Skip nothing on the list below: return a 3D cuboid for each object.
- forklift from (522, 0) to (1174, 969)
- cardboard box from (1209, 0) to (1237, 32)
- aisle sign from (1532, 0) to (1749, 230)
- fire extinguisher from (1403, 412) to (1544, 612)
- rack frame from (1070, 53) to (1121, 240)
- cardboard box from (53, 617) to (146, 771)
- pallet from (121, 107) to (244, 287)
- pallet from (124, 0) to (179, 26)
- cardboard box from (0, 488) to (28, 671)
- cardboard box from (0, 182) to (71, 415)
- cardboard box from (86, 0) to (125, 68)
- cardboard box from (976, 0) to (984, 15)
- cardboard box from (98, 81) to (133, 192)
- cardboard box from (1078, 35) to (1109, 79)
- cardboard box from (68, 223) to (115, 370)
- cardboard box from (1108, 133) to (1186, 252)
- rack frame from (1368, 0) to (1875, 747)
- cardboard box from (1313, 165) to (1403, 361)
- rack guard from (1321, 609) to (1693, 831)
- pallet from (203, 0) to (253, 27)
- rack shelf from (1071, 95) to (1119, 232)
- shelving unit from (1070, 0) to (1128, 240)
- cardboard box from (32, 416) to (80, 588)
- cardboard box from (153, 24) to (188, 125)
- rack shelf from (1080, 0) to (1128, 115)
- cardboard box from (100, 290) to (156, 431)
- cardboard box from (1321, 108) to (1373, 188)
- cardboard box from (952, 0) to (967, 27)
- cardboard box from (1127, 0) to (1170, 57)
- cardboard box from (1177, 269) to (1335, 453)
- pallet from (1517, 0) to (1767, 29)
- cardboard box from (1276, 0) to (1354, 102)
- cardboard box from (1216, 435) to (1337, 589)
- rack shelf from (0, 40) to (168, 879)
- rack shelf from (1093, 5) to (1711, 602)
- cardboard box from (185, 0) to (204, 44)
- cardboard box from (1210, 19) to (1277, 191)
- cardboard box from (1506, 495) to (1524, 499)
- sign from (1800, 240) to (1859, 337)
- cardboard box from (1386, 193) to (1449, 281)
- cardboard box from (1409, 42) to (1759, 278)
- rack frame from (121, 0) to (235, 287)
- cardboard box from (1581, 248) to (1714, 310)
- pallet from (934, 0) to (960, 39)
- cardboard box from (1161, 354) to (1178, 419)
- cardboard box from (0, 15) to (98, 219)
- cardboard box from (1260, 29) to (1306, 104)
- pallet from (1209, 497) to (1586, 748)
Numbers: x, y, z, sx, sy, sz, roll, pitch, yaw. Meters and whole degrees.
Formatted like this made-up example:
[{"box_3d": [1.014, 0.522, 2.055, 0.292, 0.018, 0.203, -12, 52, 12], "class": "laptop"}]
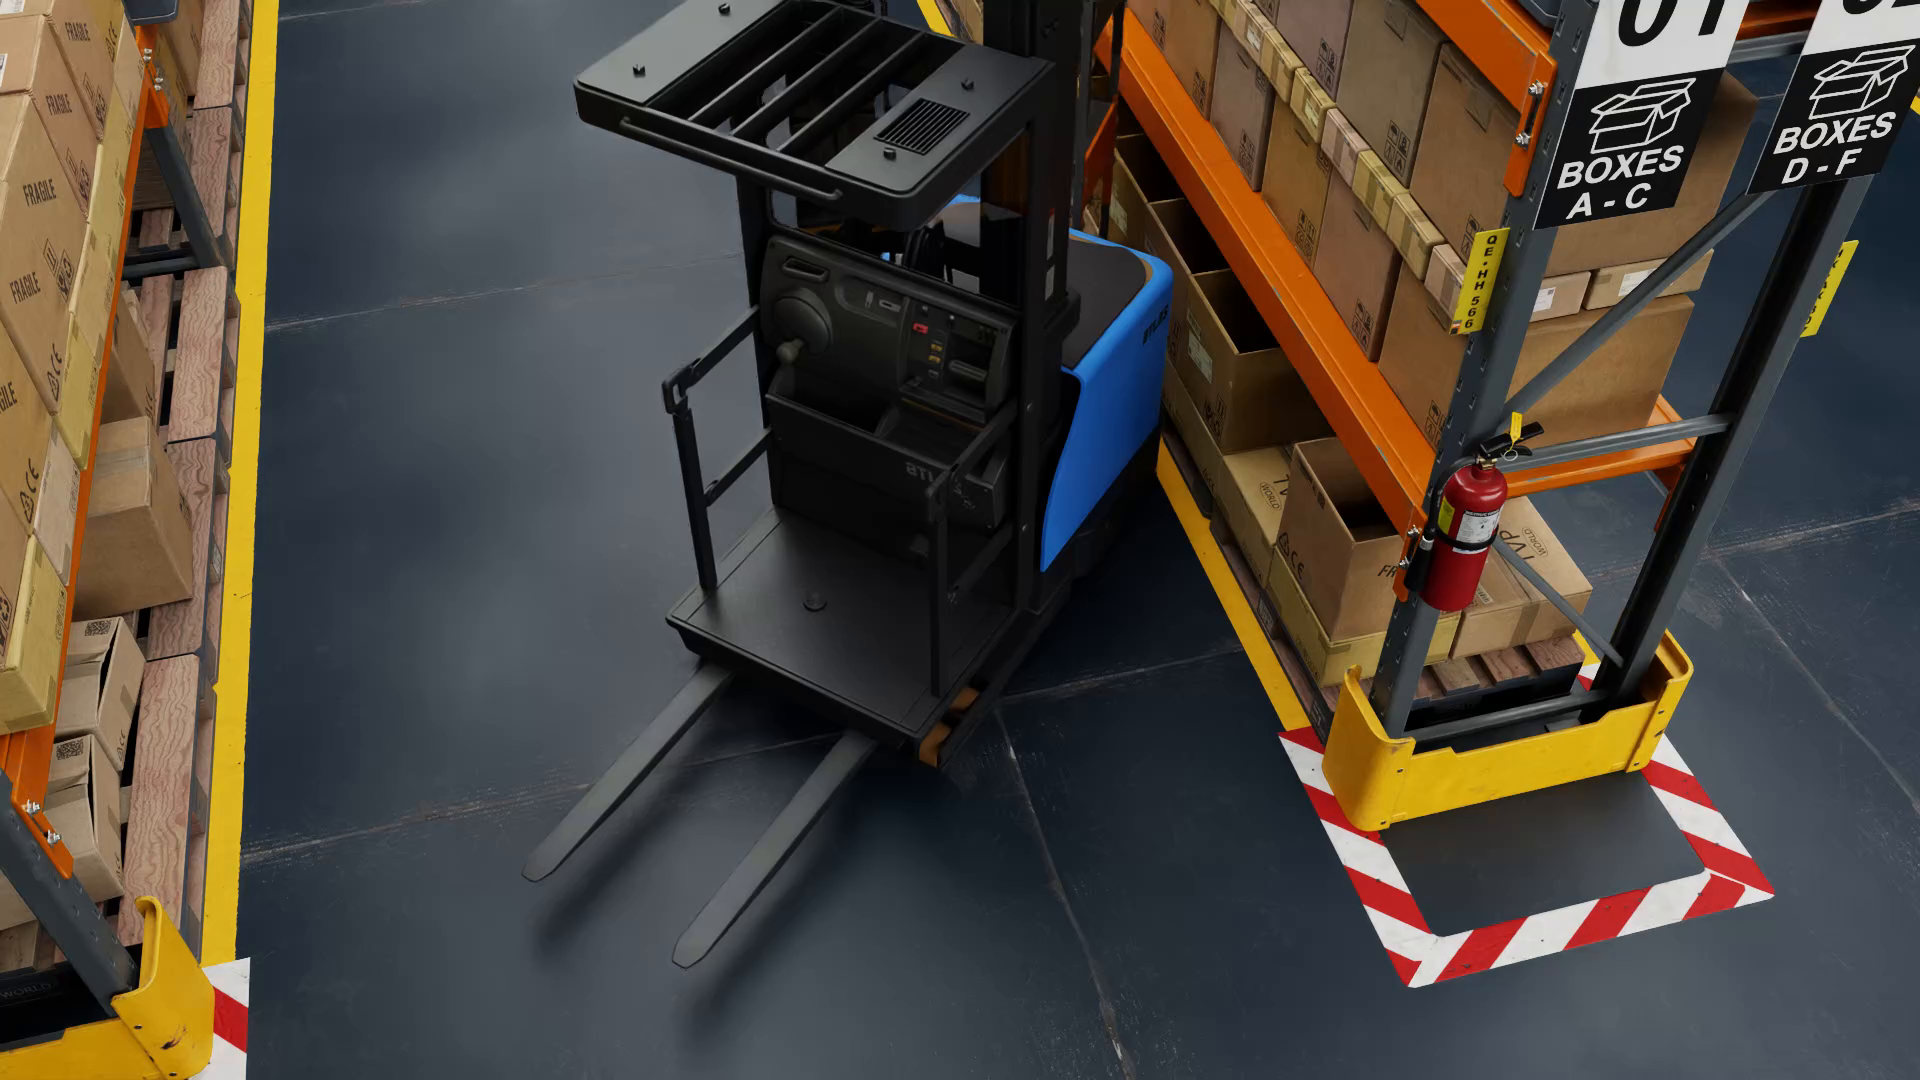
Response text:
[{"box_3d": [-0.359, -0.595, 5.280, 1.130, 2.935, 3.031, 23, 50, 21], "class": "forklift"}, {"box_3d": [1.140, -2.006, 6.091, 0.380, 0.149, 0.250, -11, 47, -11], "class": "cardboard box"}, {"box_3d": [1.615, -1.083, 3.890, 0.394, 0.787, 0.004, -11, 47, -10], "class": "aisle sign"}, {"box_3d": [1.463, -0.078, 4.780, 0.296, 0.674, 0.183, -11, 47, -10], "class": "fire extinguisher"}, {"box_3d": [0.446, -1.668, 6.913, 0.400, 2.100, 0.015, 13, 47, 13], "class": "rack frame"}, {"box_3d": [-3.142, 0.536, 5.699, 0.500, 0.311, 0.500, -7, 46, -7], "class": "cardboard box"}, {"box_3d": [-4.130, -1.686, 8.255, 1.003, 0.211, 1.213, -11, 47, -10], "class": "pallet"}, {"box_3d": [-3.985, -2.612, 7.344, 1.003, 0.211, 1.213, -11, 47, -10], "class": "pallet"}, {"box_3d": [-2.737, 0.035, 4.181, 0.500, 0.500, 0.500, -11, 47, -10], "class": "cardboard box"}, {"box_3d": [-2.980, -0.666, 4.868, 0.500, 0.500, 0.500, -12, 47, -12], "class": "cardboard box"}, {"box_3d": [-3.510, -2.072, 6.246, 0.500, 0.500, 0.500, -11, 47, -10], "class": "cardboard box"}, {"box_3d": [0.338, -2.999, 8.828, 0.500, 0.311, 0.500, -10, 46, -9], "class": "cardboard box"}, {"box_3d": [-3.396, -1.462, 6.174, 0.500, 0.250, 0.500, -11, 47, -10], "class": "cardboard box"}, {"box_3d": [0.674, -2.103, 7.817, 0.500, 0.500, 0.500, -11, 47, -10], "class": "cardboard box"}, {"box_3d": [-3.122, -0.771, 5.496, 0.500, 0.250, 0.500, -10, 46, -10], "class": "cardboard box"}, {"box_3d": [0.930, -1.413, 7.140, 0.500, 0.500, 0.500, -11, 47, -10], "class": "cardboard box"}, {"box_3d": [1.882, -0.272, 4.916, 1.000, 3.000, 0.127, -11, 47, -10], "class": "rack frame"}, {"box_3d": [1.636, -0.993, 5.553, 0.700, 0.500, 0.500, -10, 46, -9], "class": "cardboard box"}, {"box_3d": [1.888, 0.620, 5.793, 1.175, 0.500, 0.348, -11, 47, -10], "class": "rack guard"}, {"box_3d": [-4.755, -3.371, 9.906, 1.003, 0.211, 1.213, -11, 47, -10], "class": "pallet"}, {"box_3d": [0.367, -1.493, 6.761, 0.431, 0.518, 0.480, 13, 47, 13], "class": "rack shelf"}, {"box_3d": [0.367, -1.503, 6.751, 0.431, 2.100, 0.503, 13, 47, 13], "class": "shelving unit"}, {"box_3d": [-2.870, -0.069, 4.808, 0.500, 0.250, 0.500, -12, 47, -12], "class": "cardboard box"}, {"box_3d": [-4.315, -2.257, 8.304, 0.700, 0.500, 0.500, -12, 47, -11], "class": "cardboard box"}, {"box_3d": [0.364, -1.984, 6.262, 0.431, 0.518, 0.480, 13, 47, 13], "class": "rack shelf"}, {"box_3d": [-3.625, -0.695, 6.773, 0.500, 0.500, 0.500, -14, 47, -13], "class": "cardboard box"}, {"box_3d": [1.404, -1.294, 5.393, 0.380, 0.149, 0.250, -10, 46, -10], "class": "cardboard box"}, {"box_3d": [0.213, -3.154, 9.372, 0.500, 0.250, 0.500, -10, 46, -9], "class": "cardboard box"}, {"box_3d": [1.119, -2.400, 6.932, 0.700, 0.500, 0.500, -11, 47, -11], "class": "cardboard box"}, {"box_3d": [1.187, -0.722, 6.464, 0.500, 0.500, 0.500, -11, 47, -10], "class": "cardboard box"}, {"box_3d": [1.726, -1.784, 4.359, 1.003, 0.211, 1.213, -11, 47, -10], "class": "pallet"}, {"box_3d": [1.492, -1.832, 5.467, 0.700, 0.500, 0.500, -11, 47, -10], "class": "cardboard box"}, {"box_3d": [1.320, -0.115, 6.394, 0.500, 0.250, 0.500, -11, 47, -10], "class": "cardboard box"}, {"box_3d": [-3.418, -0.492, 5.636, 1.077, 0.370, 4.000, -11, 47, -10], "class": "rack shelf"}, {"box_3d": [1.370, -1.401, 6.526, 1.077, 0.370, 4.000, -11, 47, -10], "class": "rack shelf"}, {"box_3d": [-4.545, -2.963, 8.996, 0.700, 0.500, 0.500, -11, 47, -11], "class": "cardboard box"}, {"box_3d": [1.376, -1.700, 6.245, 0.700, 0.500, 0.500, -9, 46, -9], "class": "cardboard box"}, {"box_3d": [1.828, -0.212, 6.488, 0.500, 0.250, 0.500, -11, 47, -10], "class": "cardboard box"}, {"box_3d": [2.420, -0.700, 4.674, 0.100, 0.325, 0.005, -11, 47, -10], "class": "sign"}, {"box_3d": [1.532, -0.943, 5.050, 0.380, 0.149, 0.250, -10, 46, -9], "class": "cardboard box"}, {"box_3d": [1.761, -1.122, 4.771, 0.700, 0.500, 0.500, -11, 47, -10], "class": "cardboard box"}, {"box_3d": [-3.930, -2.125, 6.732, 1.000, 3.000, 0.127, -11, 47, -10], "class": "rack frame"}, {"box_3d": [1.990, -0.844, 4.953, 0.380, 0.149, 0.250, -11, 47, -11], "class": "cardboard box"}, {"box_3d": [0.316, -3.403, 9.937, 1.003, 0.211, 1.213, -11, 47, -10], "class": "pallet"}, {"box_3d": [1.064, -0.806, 7.071, 0.500, 0.250, 0.500, -11, 47, -10], "class": "cardboard box"}, {"box_3d": [-3.258, -1.379, 5.567, 0.500, 0.500, 0.500, -12, 47, -11], "class": "cardboard box"}, {"box_3d": [1.267, -1.656, 5.749, 0.380, 0.149, 0.250, -10, 46, -9], "class": "cardboard box"}, {"box_3d": [1.646, 0.184, 6.422, 1.003, 0.211, 1.213, -11, 47, -10], "class": "pallet"}]
